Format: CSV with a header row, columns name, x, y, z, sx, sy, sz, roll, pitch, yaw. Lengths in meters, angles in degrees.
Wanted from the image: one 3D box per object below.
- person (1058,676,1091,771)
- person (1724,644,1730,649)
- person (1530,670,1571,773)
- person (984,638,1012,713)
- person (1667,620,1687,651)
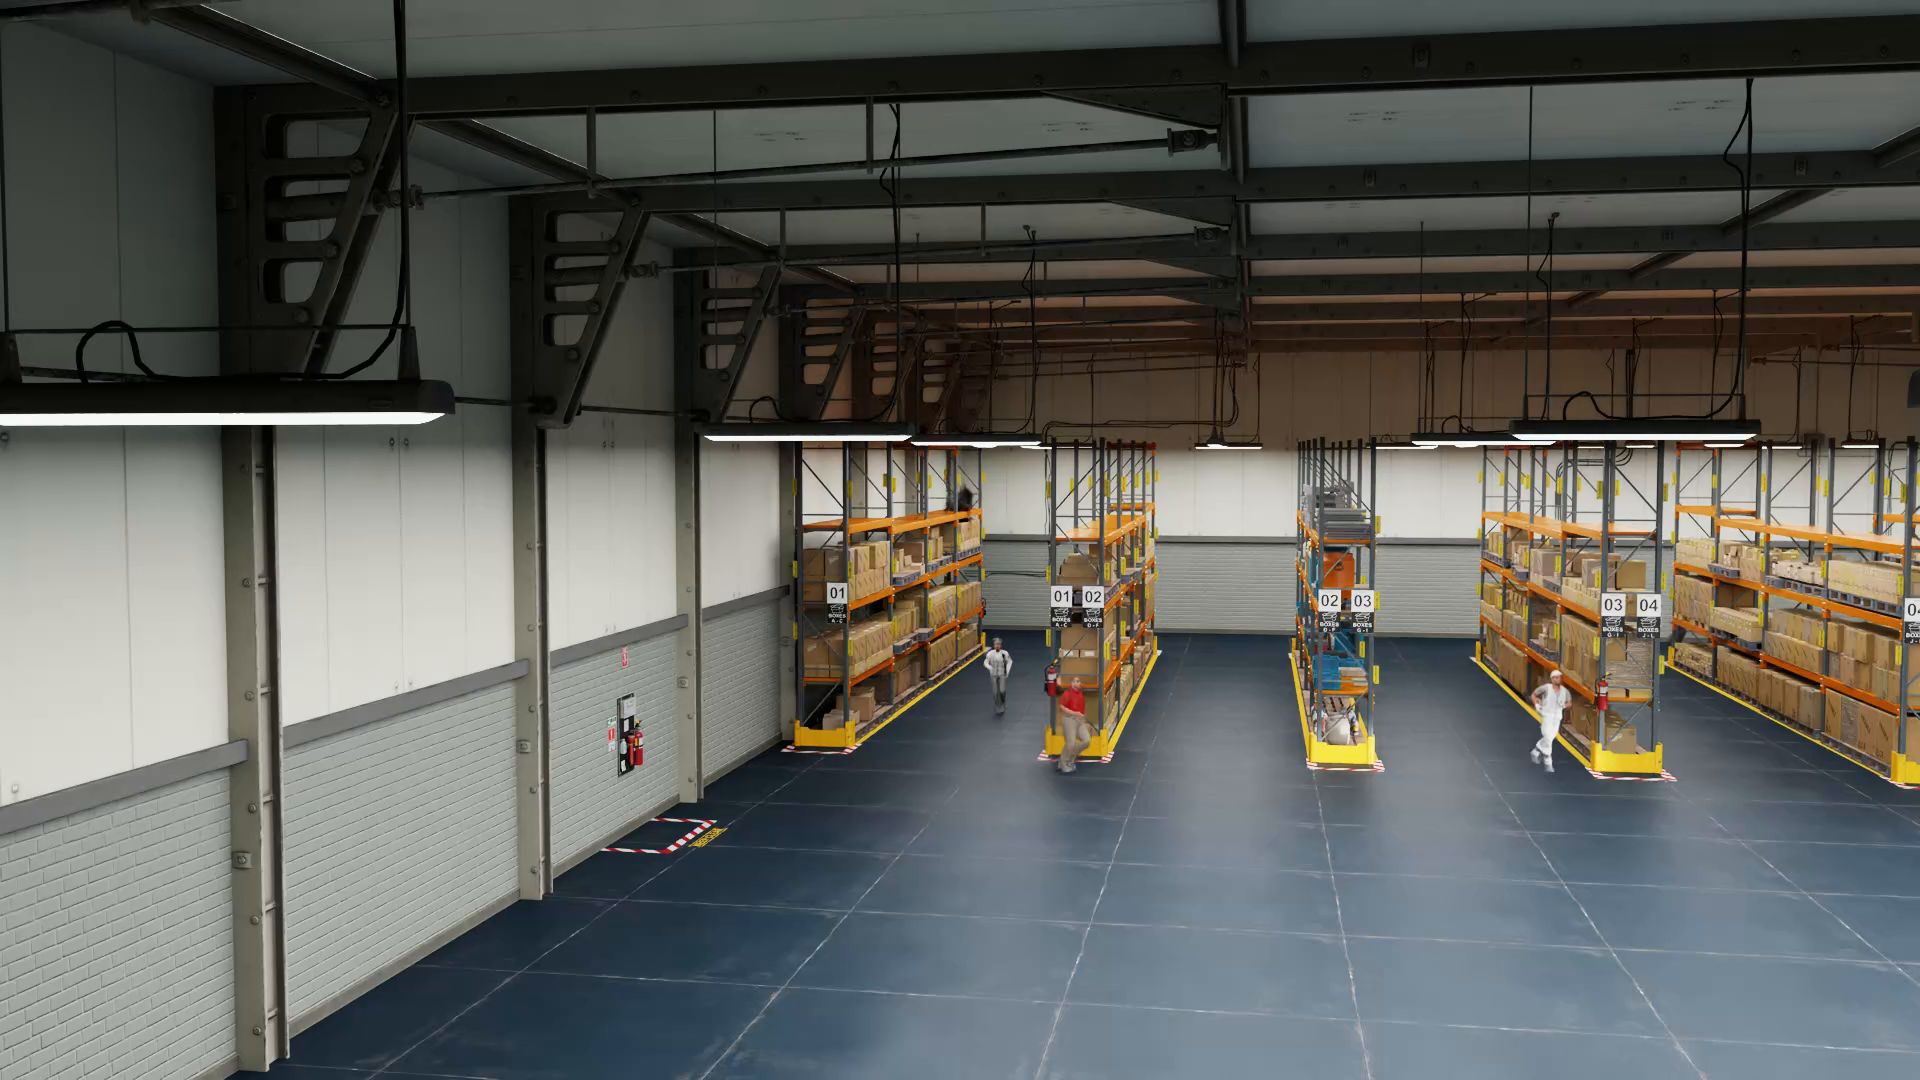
name,x,y,z,sx,sy,sz,roll,pitch,yaw
person,2.094,3.296,29.840,0.594,1.702,0.657,3,4,44
person,21.168,2.401,45.530,0.950,1.769,0.702,0,3,7
person,10.721,3.251,30.106,0.665,1.814,0.884,-1,3,-10
person,0.821,2.958,36.293,0.611,1.659,0.598,0,3,4
person,19.761,2.515,45.793,0.495,1.597,0.790,1,3,11
